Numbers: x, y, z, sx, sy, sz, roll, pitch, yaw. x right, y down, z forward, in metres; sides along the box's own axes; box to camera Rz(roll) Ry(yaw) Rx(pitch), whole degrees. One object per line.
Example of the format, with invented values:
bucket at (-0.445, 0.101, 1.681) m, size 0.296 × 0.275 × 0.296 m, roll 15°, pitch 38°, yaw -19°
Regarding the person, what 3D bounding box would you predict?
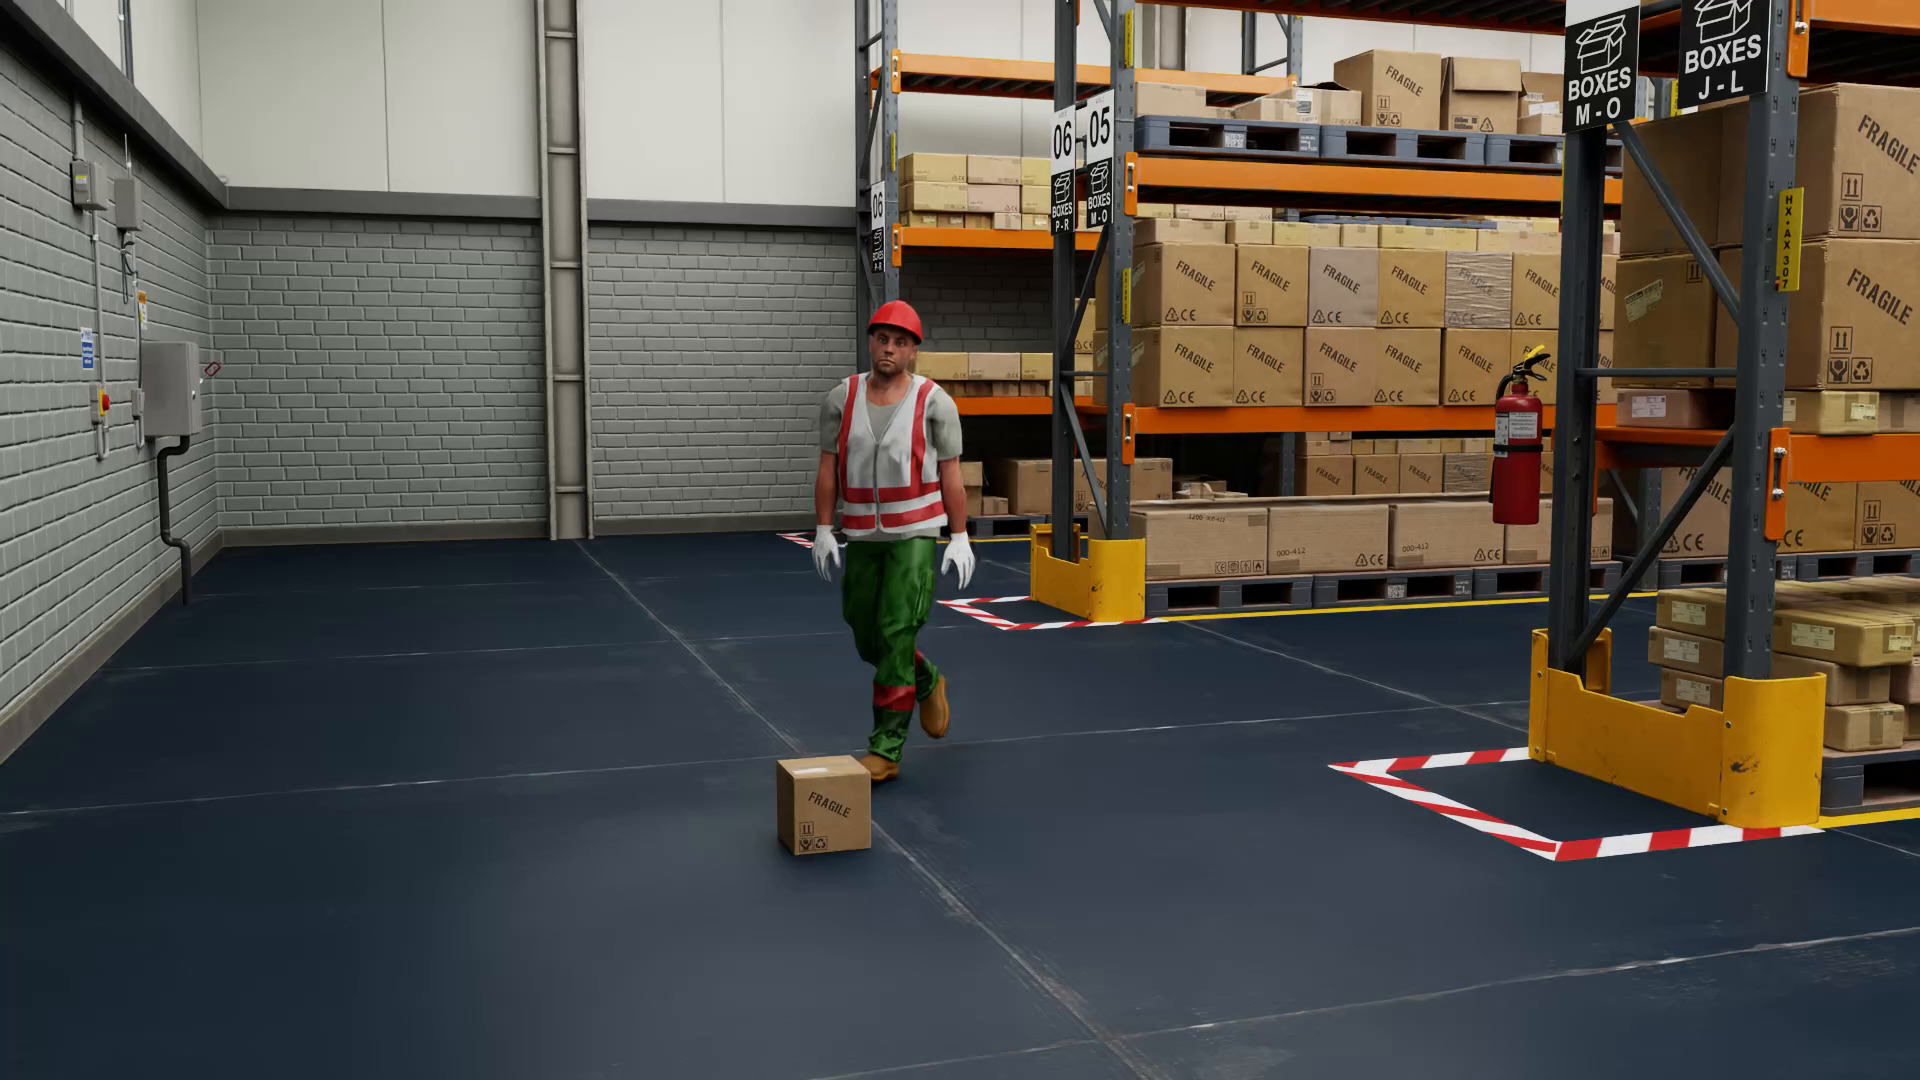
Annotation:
person at (-0.238, -0.011, 6.290) m, size 0.605 × 1.769 × 0.838 m, roll 2°, pitch 6°, yaw 22°
